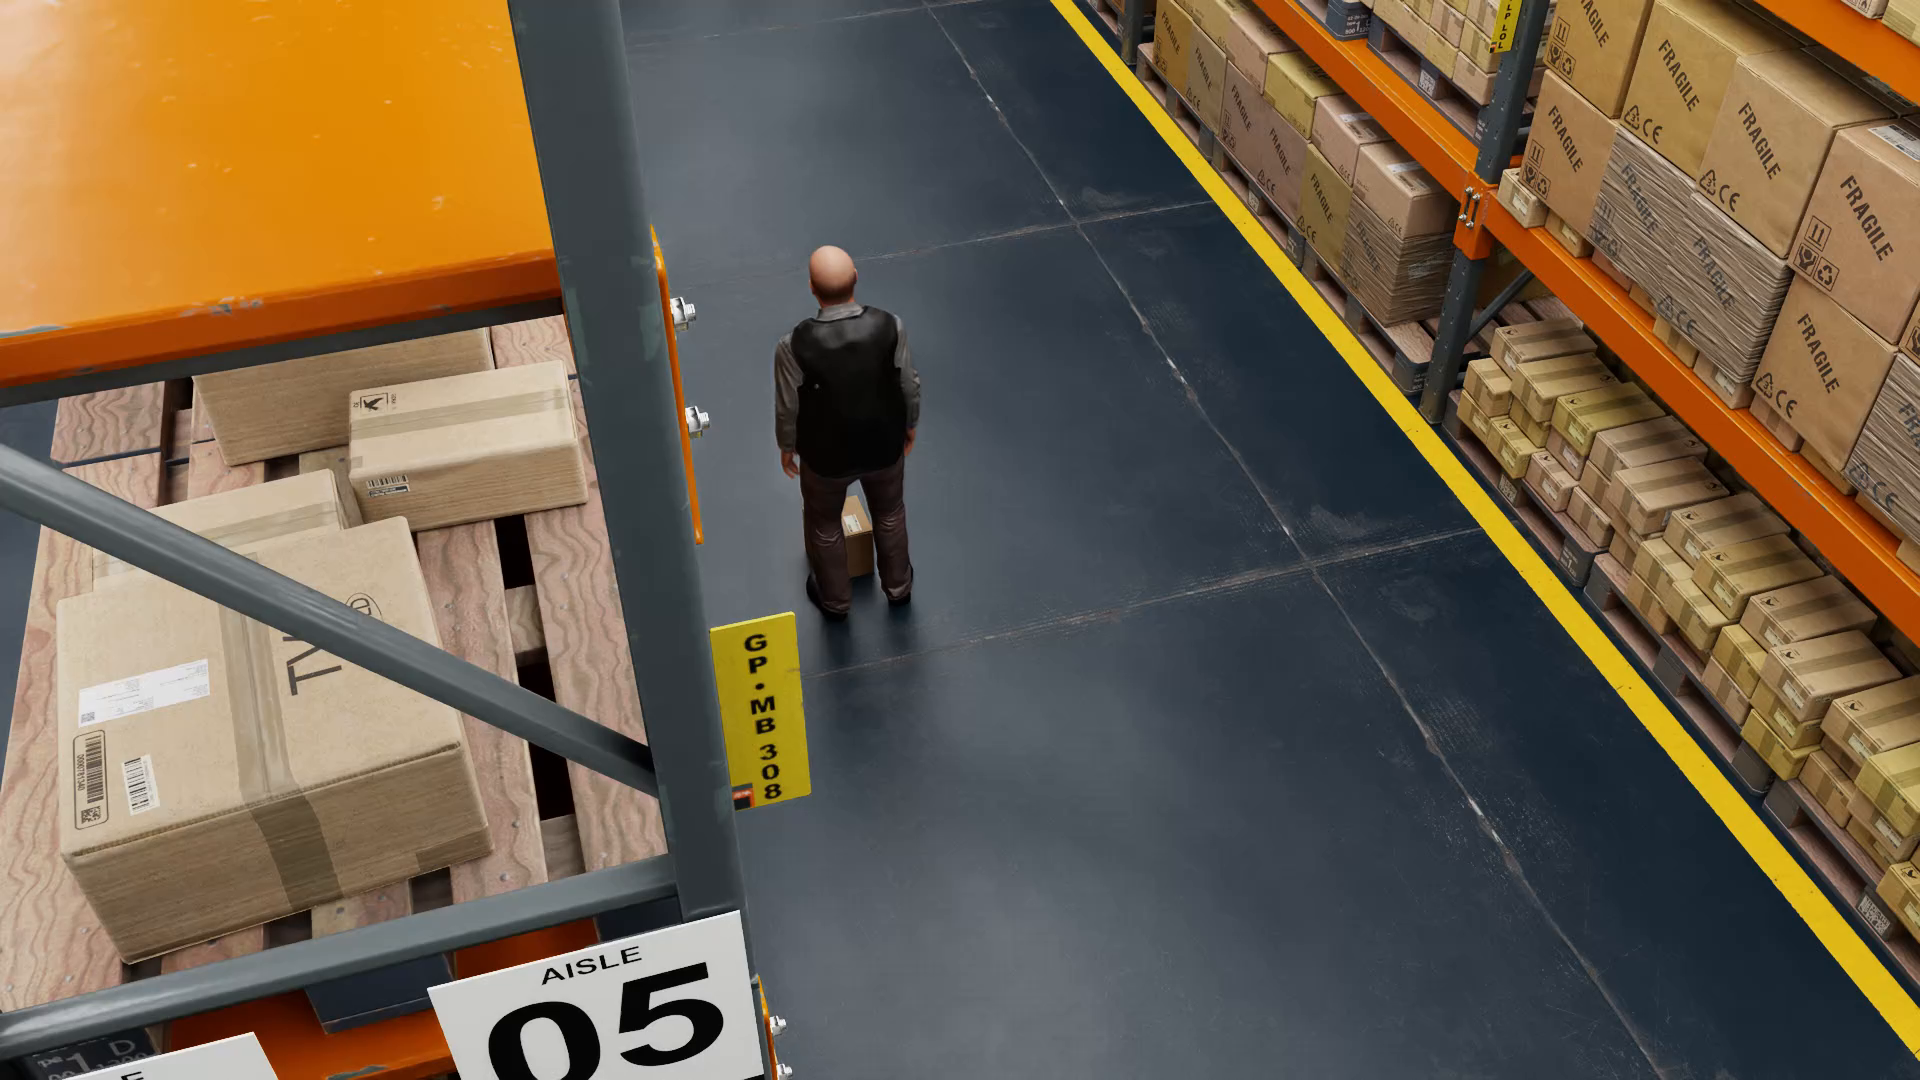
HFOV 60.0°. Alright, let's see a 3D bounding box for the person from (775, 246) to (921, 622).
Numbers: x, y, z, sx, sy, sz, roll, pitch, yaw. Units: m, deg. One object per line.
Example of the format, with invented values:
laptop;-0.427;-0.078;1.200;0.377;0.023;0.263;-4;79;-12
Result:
person;-0.434;-0.371;6.591;0.580;1.720;0.421;-12;43;-13
